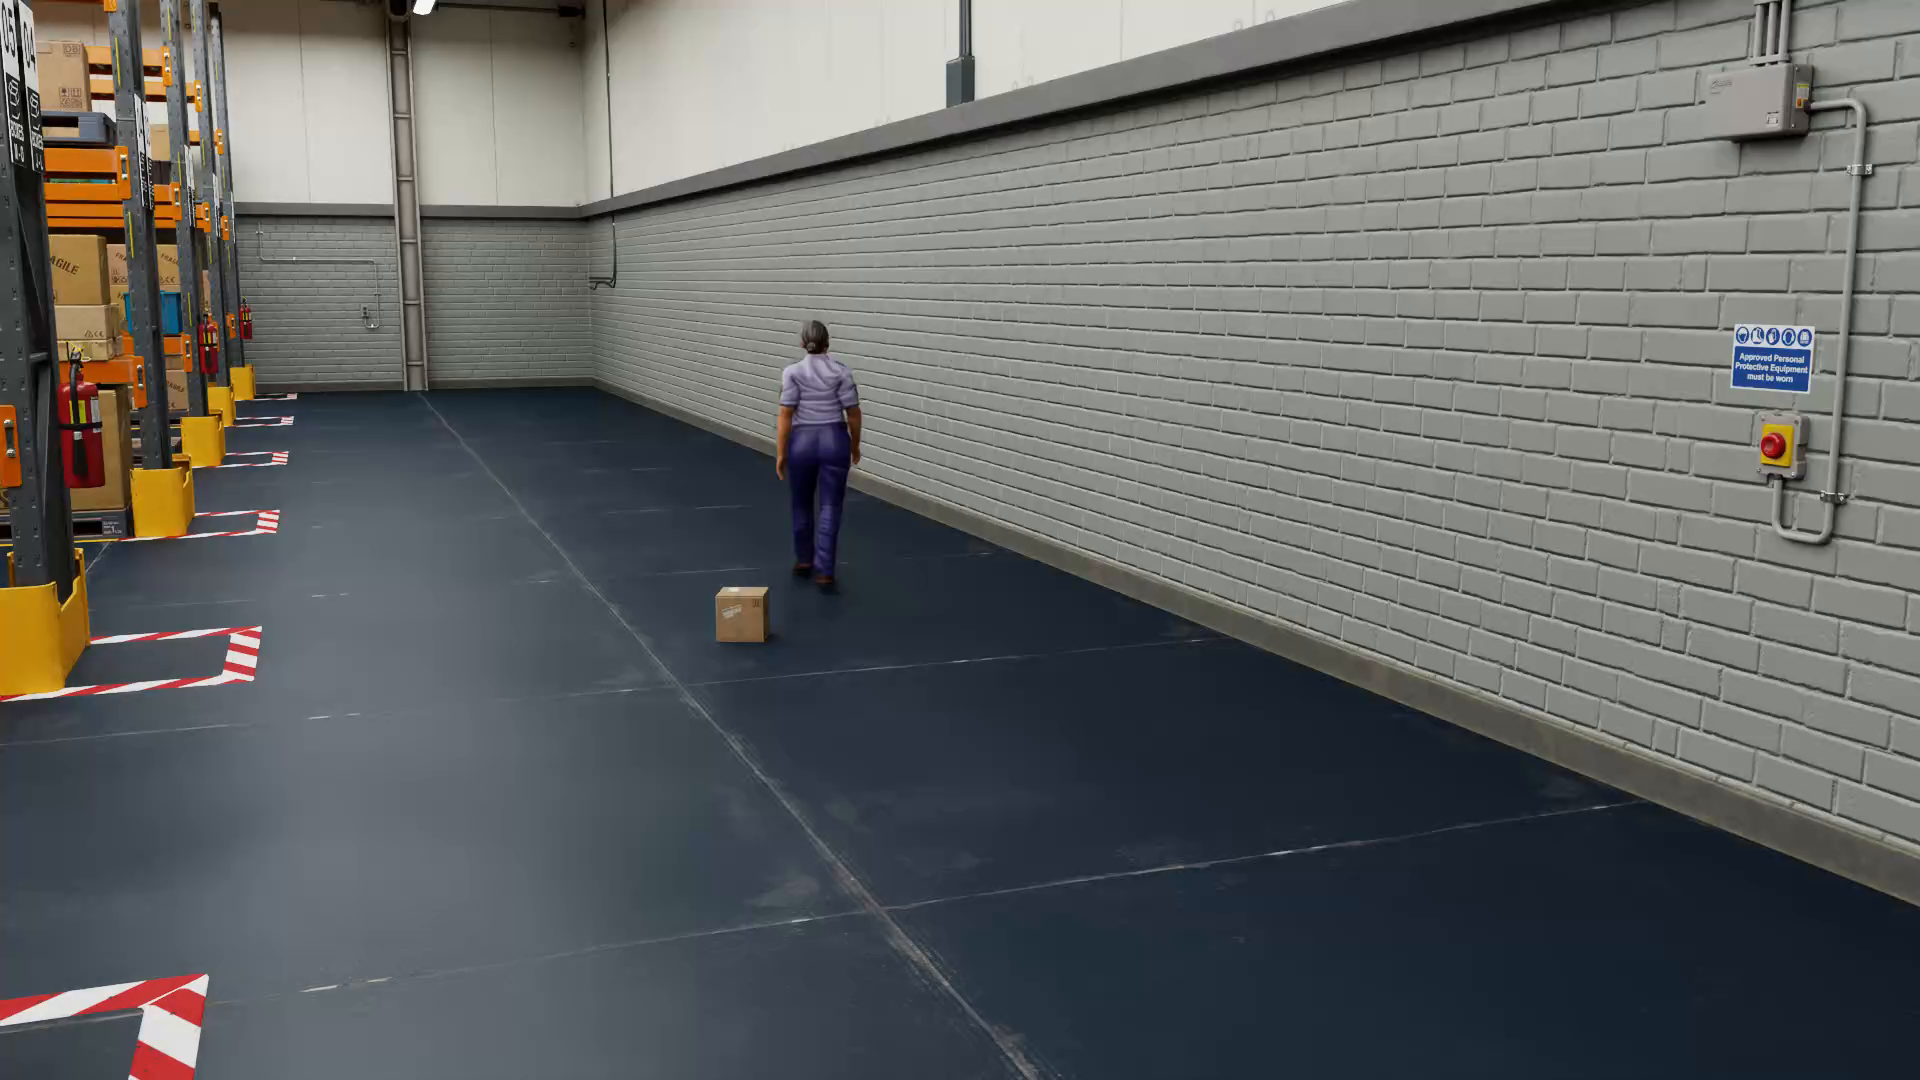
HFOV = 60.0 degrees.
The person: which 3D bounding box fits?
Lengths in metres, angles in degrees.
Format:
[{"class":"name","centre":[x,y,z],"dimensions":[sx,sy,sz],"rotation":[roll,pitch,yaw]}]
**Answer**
[{"class":"person","centre":[-0.865,-0.549,10.347],"dimensions":[0.512,1.625,0.880],"rotation":[0,9,0]}]
